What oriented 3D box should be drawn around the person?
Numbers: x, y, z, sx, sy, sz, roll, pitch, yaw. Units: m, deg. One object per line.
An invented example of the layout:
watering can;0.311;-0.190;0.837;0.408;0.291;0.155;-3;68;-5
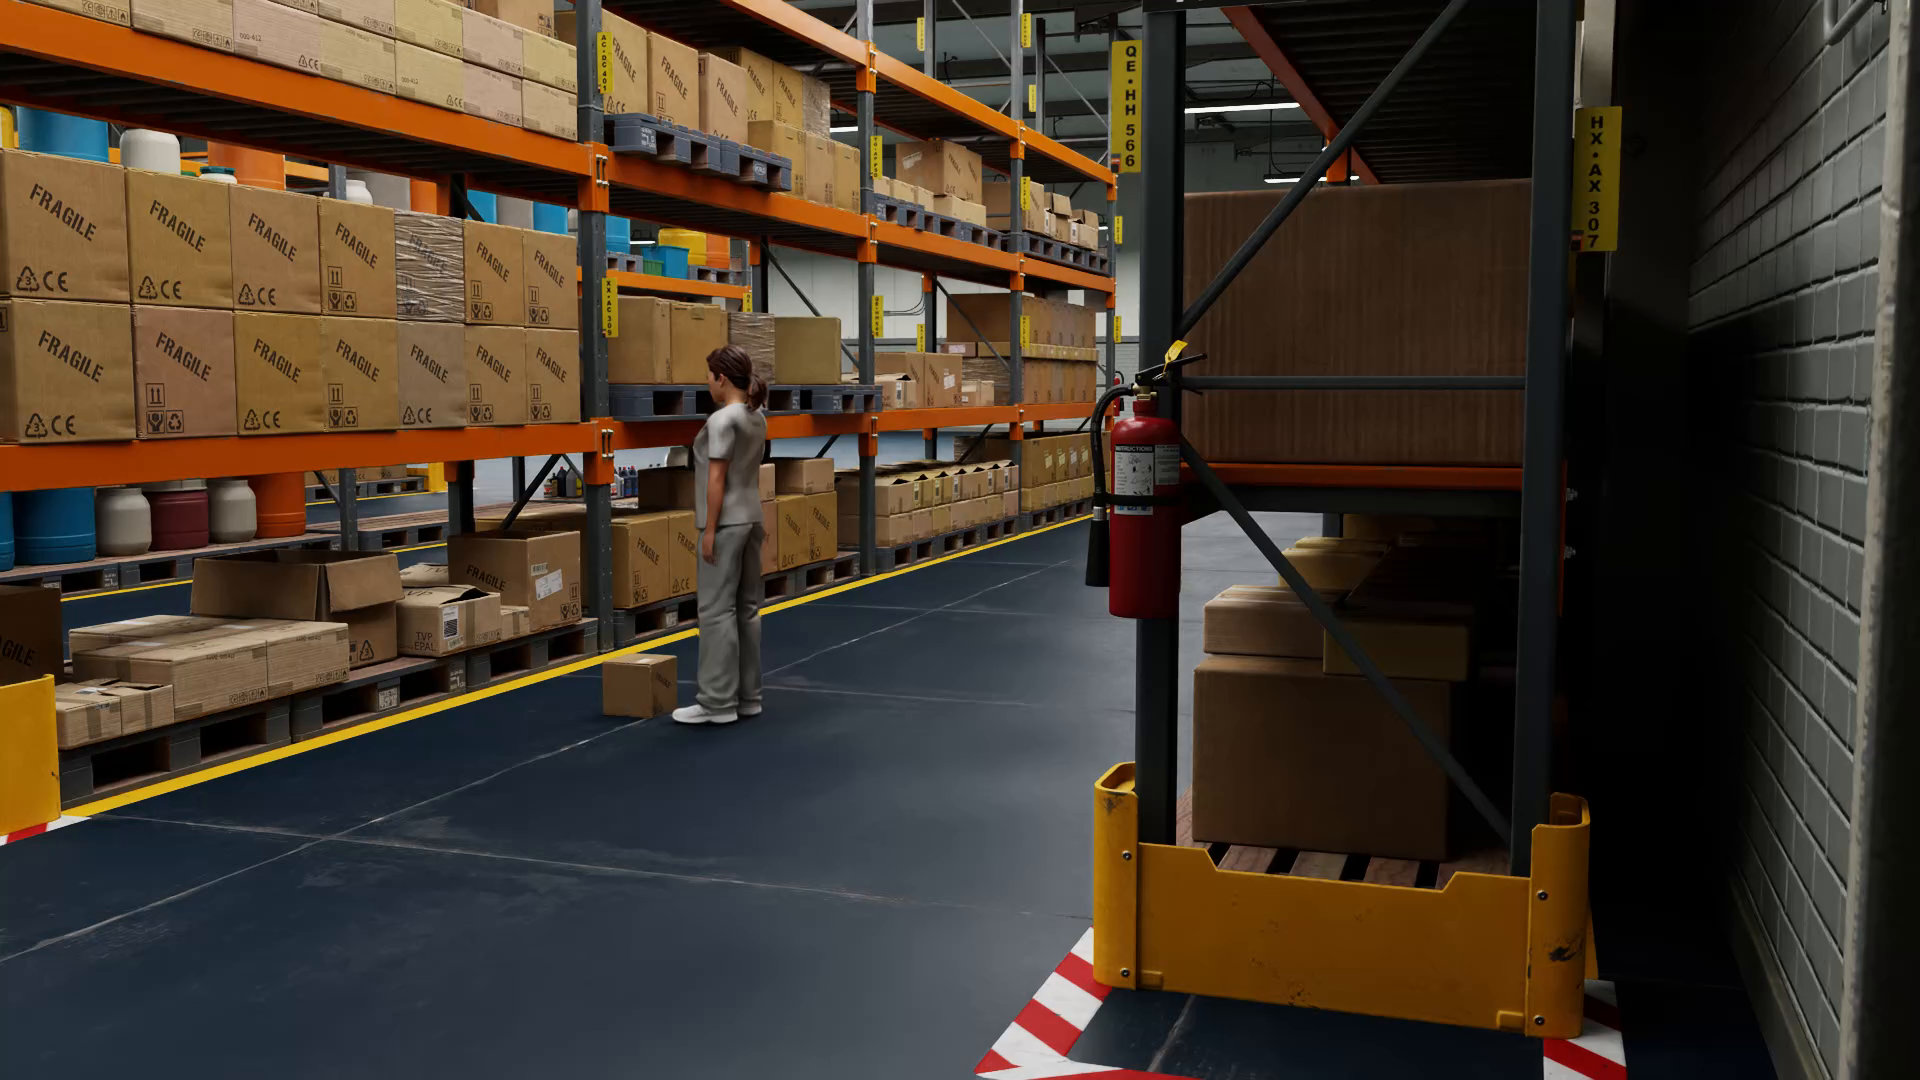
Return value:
person;-1.044;-0.032;7.460;0.415;1.684;0.442;2;6;20
